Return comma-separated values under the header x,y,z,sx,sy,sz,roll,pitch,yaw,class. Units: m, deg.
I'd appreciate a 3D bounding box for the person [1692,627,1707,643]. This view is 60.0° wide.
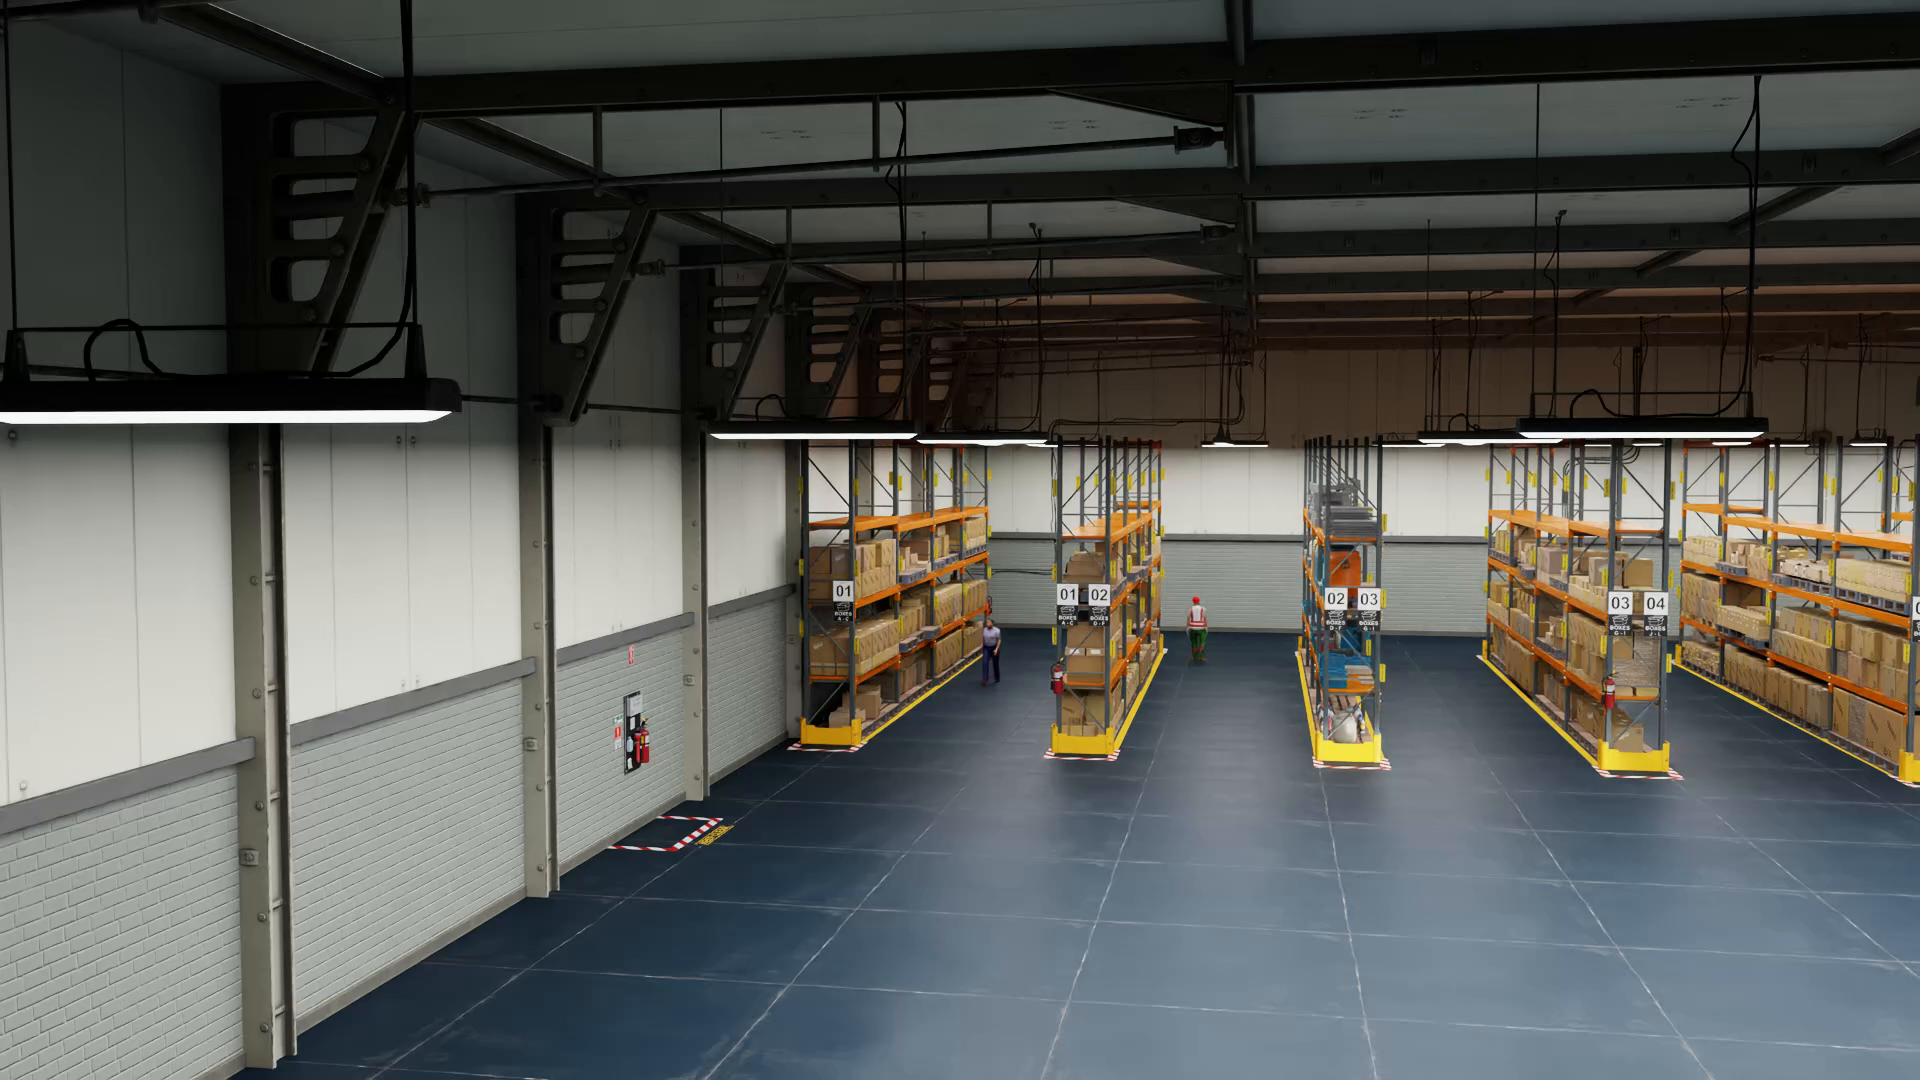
x,y,z,sx,sy,sz,roll,pitch,yaw,class
20.427,2.381,45.716,0.673,1.707,0.532,0,3,-2,person

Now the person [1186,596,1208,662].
x,y,z,sx,sy,sz,roll,pitch,yaw,class
6.404,2.409,44.907,0.573,1.787,0.551,1,3,10,person

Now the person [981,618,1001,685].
x,y,z,sx,sy,sz,roll,pitch,yaw,class
0.751,2.704,40.563,0.501,1.611,0.908,1,3,17,person
